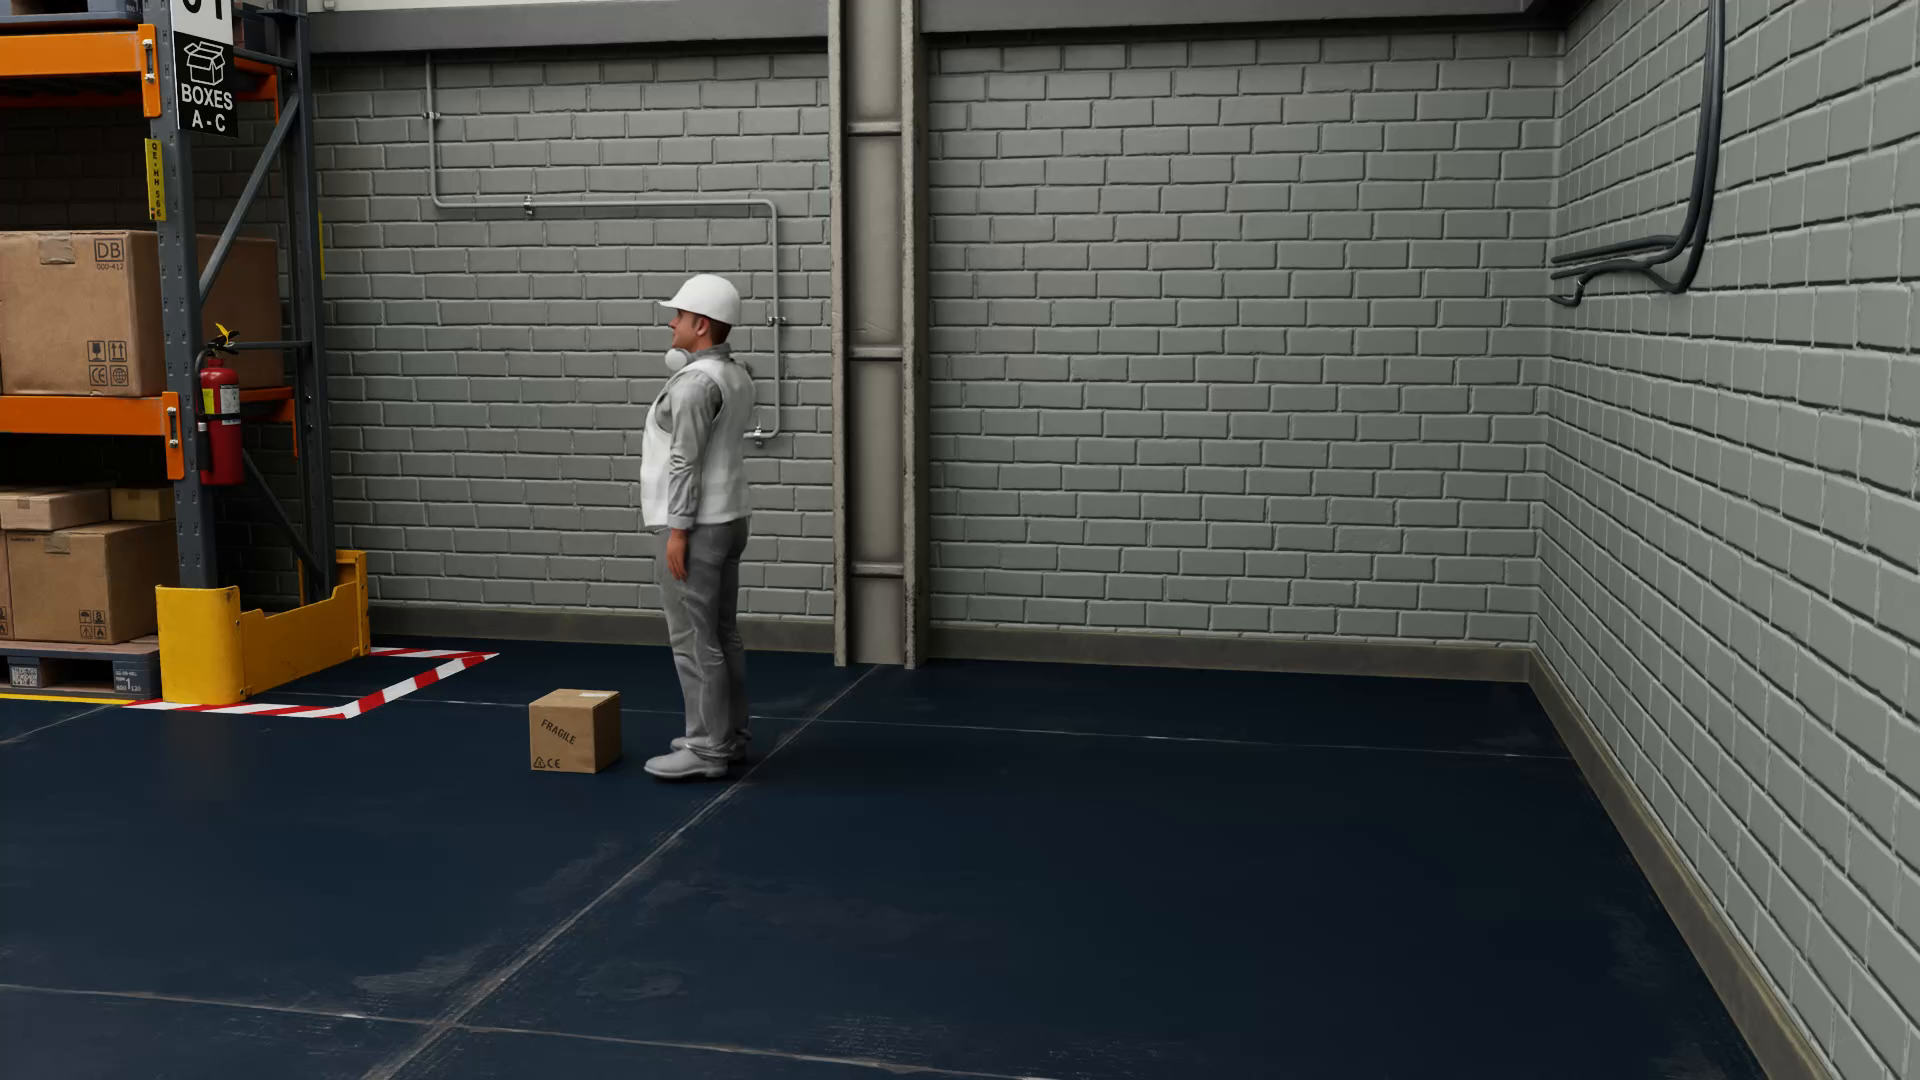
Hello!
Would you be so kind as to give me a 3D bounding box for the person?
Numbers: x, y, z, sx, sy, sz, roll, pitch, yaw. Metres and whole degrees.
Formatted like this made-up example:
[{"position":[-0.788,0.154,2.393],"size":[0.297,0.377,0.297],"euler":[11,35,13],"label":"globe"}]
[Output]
[{"position":[-0.944,-0.045,5.947],"size":[0.356,1.772,0.530],"euler":[2,8,13],"label":"person"}]
